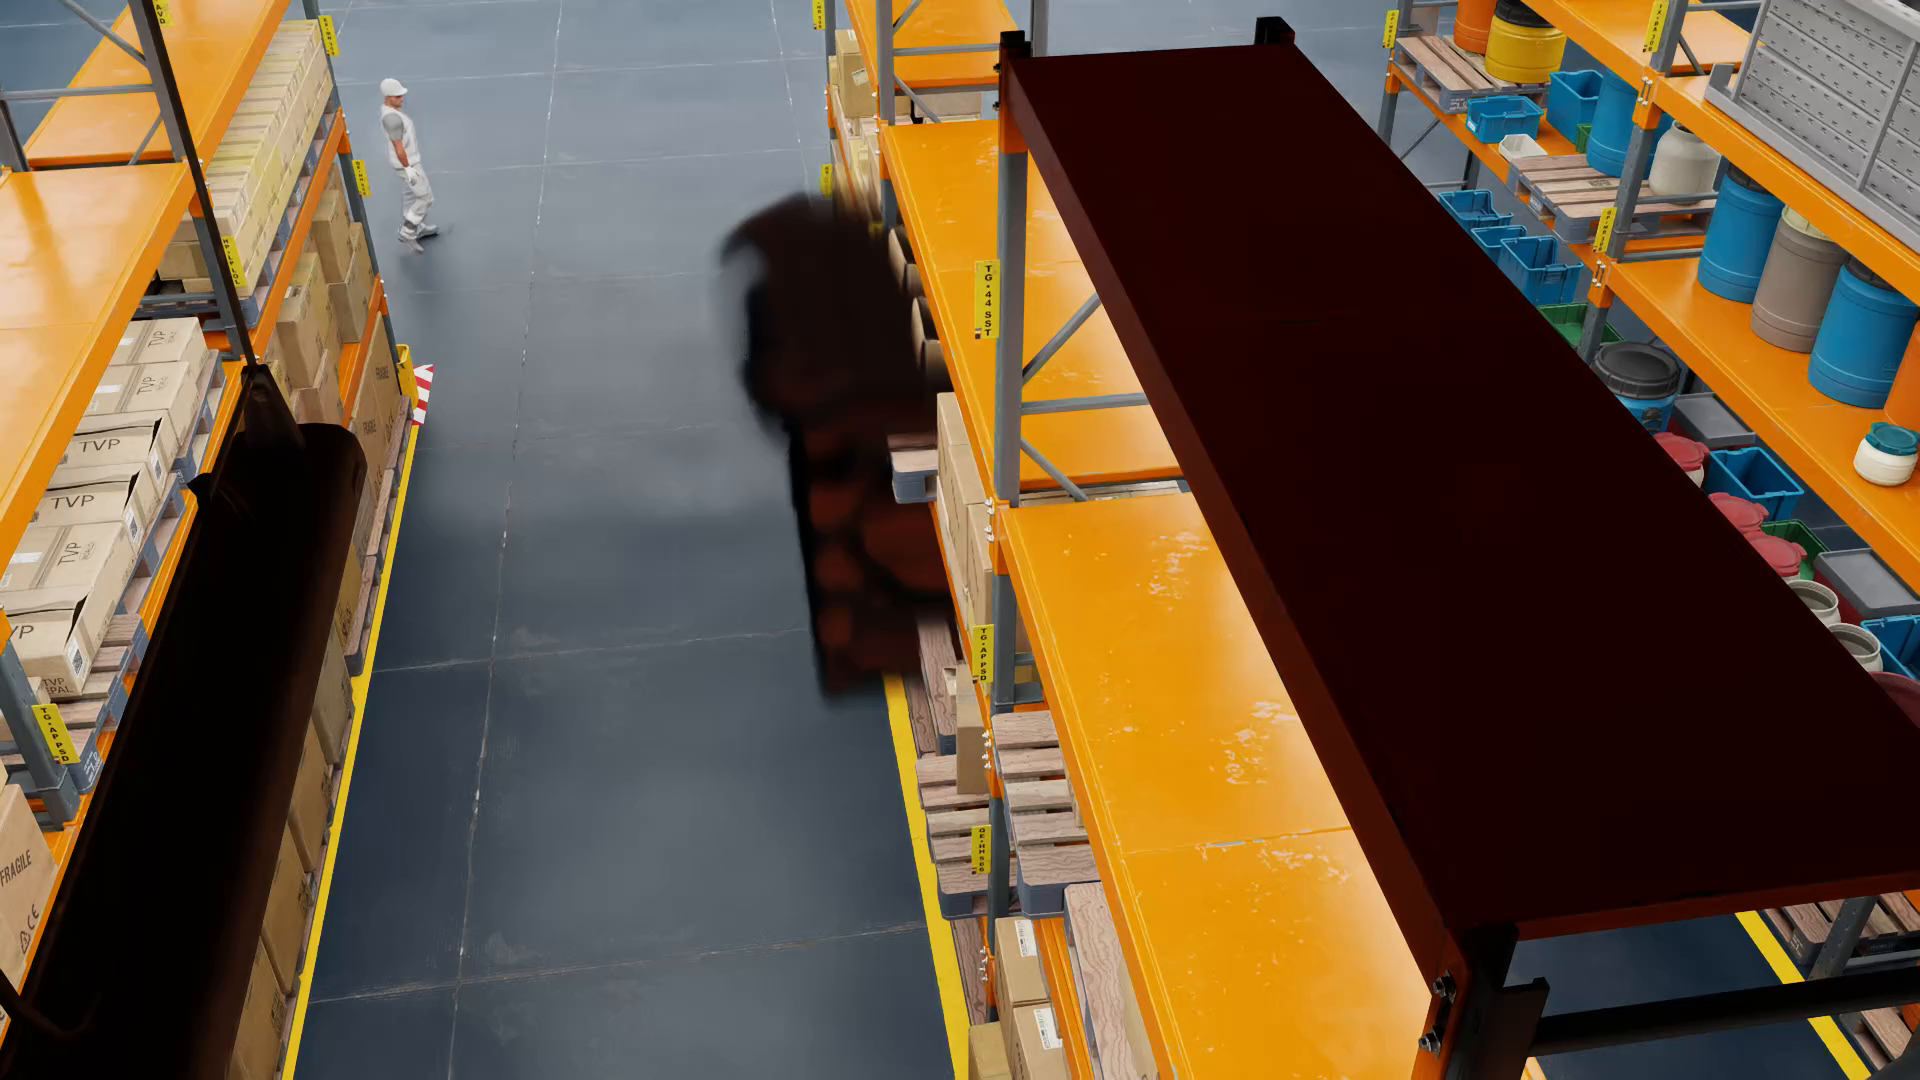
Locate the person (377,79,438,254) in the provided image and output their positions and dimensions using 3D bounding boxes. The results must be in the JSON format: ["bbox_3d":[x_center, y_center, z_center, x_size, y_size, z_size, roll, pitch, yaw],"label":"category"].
[{"bbox_3d":[-5.758,-3.898,17.232,0.500,1.789,0.630,-20,41,-25],"label":"person"}]
